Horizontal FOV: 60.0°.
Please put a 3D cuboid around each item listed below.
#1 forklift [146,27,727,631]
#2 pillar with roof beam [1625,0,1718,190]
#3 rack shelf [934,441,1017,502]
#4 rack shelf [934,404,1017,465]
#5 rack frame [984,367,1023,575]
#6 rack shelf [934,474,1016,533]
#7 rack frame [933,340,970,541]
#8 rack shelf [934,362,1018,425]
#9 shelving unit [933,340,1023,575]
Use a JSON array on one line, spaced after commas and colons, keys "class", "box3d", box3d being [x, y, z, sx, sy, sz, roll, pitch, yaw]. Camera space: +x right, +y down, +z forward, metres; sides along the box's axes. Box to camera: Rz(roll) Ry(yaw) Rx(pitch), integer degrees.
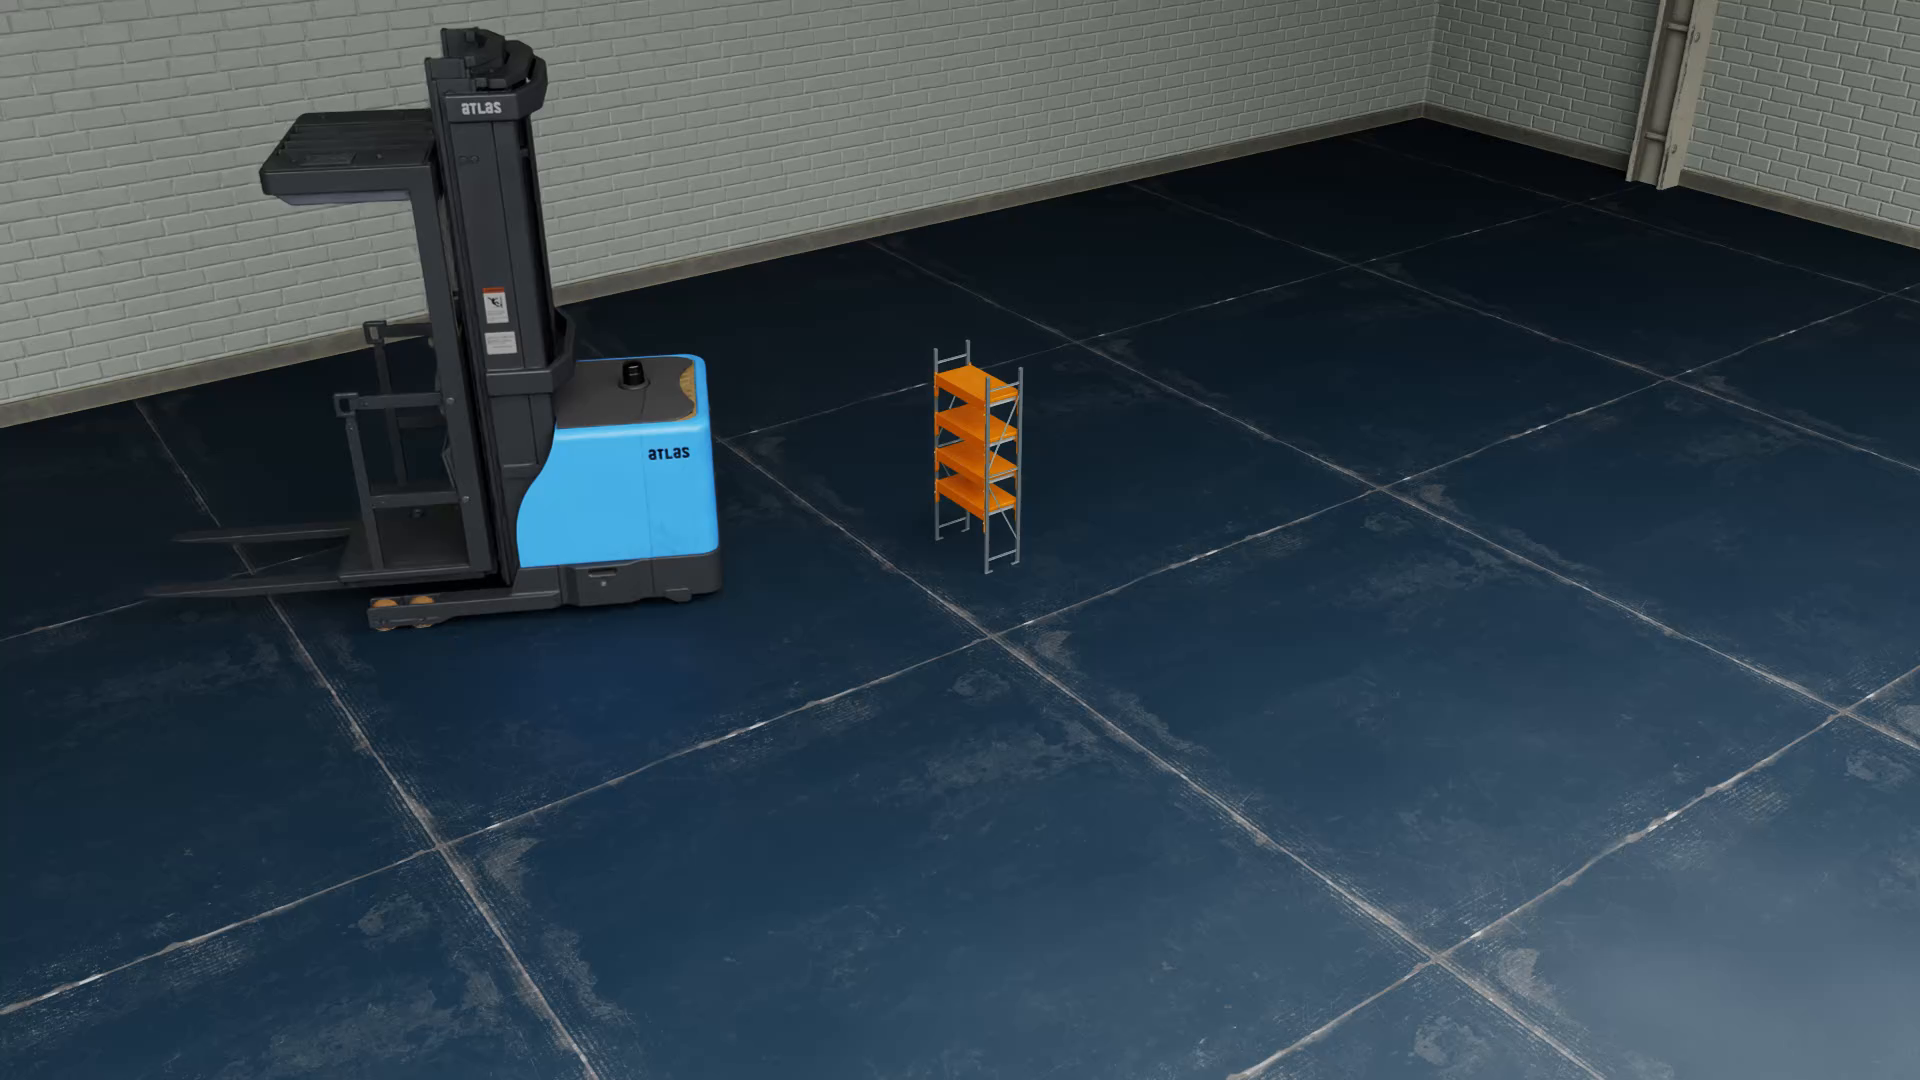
[{"class": "forklift", "box3d": [-2.846, -1.076, 8.660, 3.031, 2.935, 1.130, -4, 29, -8]}, {"class": "pillar with roof beam", "box3d": [3.213, -6.235, 11.801, 9.100, 9.000, 0.400, -19, 34, -31]}, {"class": "rack shelf", "box3d": [0.096, -0.404, 9.377, 0.258, 0.148, 0.480, -19, 34, -31]}, {"class": "rack shelf", "box3d": [0.096, -0.600, 9.270, 0.258, 0.148, 0.480, -19, 34, -31]}, {"class": "rack frame", "box3d": [0.238, -0.368, 9.170, 0.240, 1.200, 0.015, -19, 34, -31]}, {"class": "rack shelf", "box3d": [0.096, -0.229, 9.472, 0.258, 0.148, 0.480, -19, 34, -31]}, {"class": "rack frame", "box3d": [-0.046, -0.558, 9.520, 0.240, 1.200, 0.015, -19, 34, -31]}, {"class": "rack shelf", "box3d": [0.096, -0.808, 9.158, 0.258, 0.148, 0.480, -19, 34, -31]}, {"class": "shelving unit", "box3d": [0.096, -0.463, 9.345, 0.258, 1.200, 0.503, -19, 34, -31]}]
